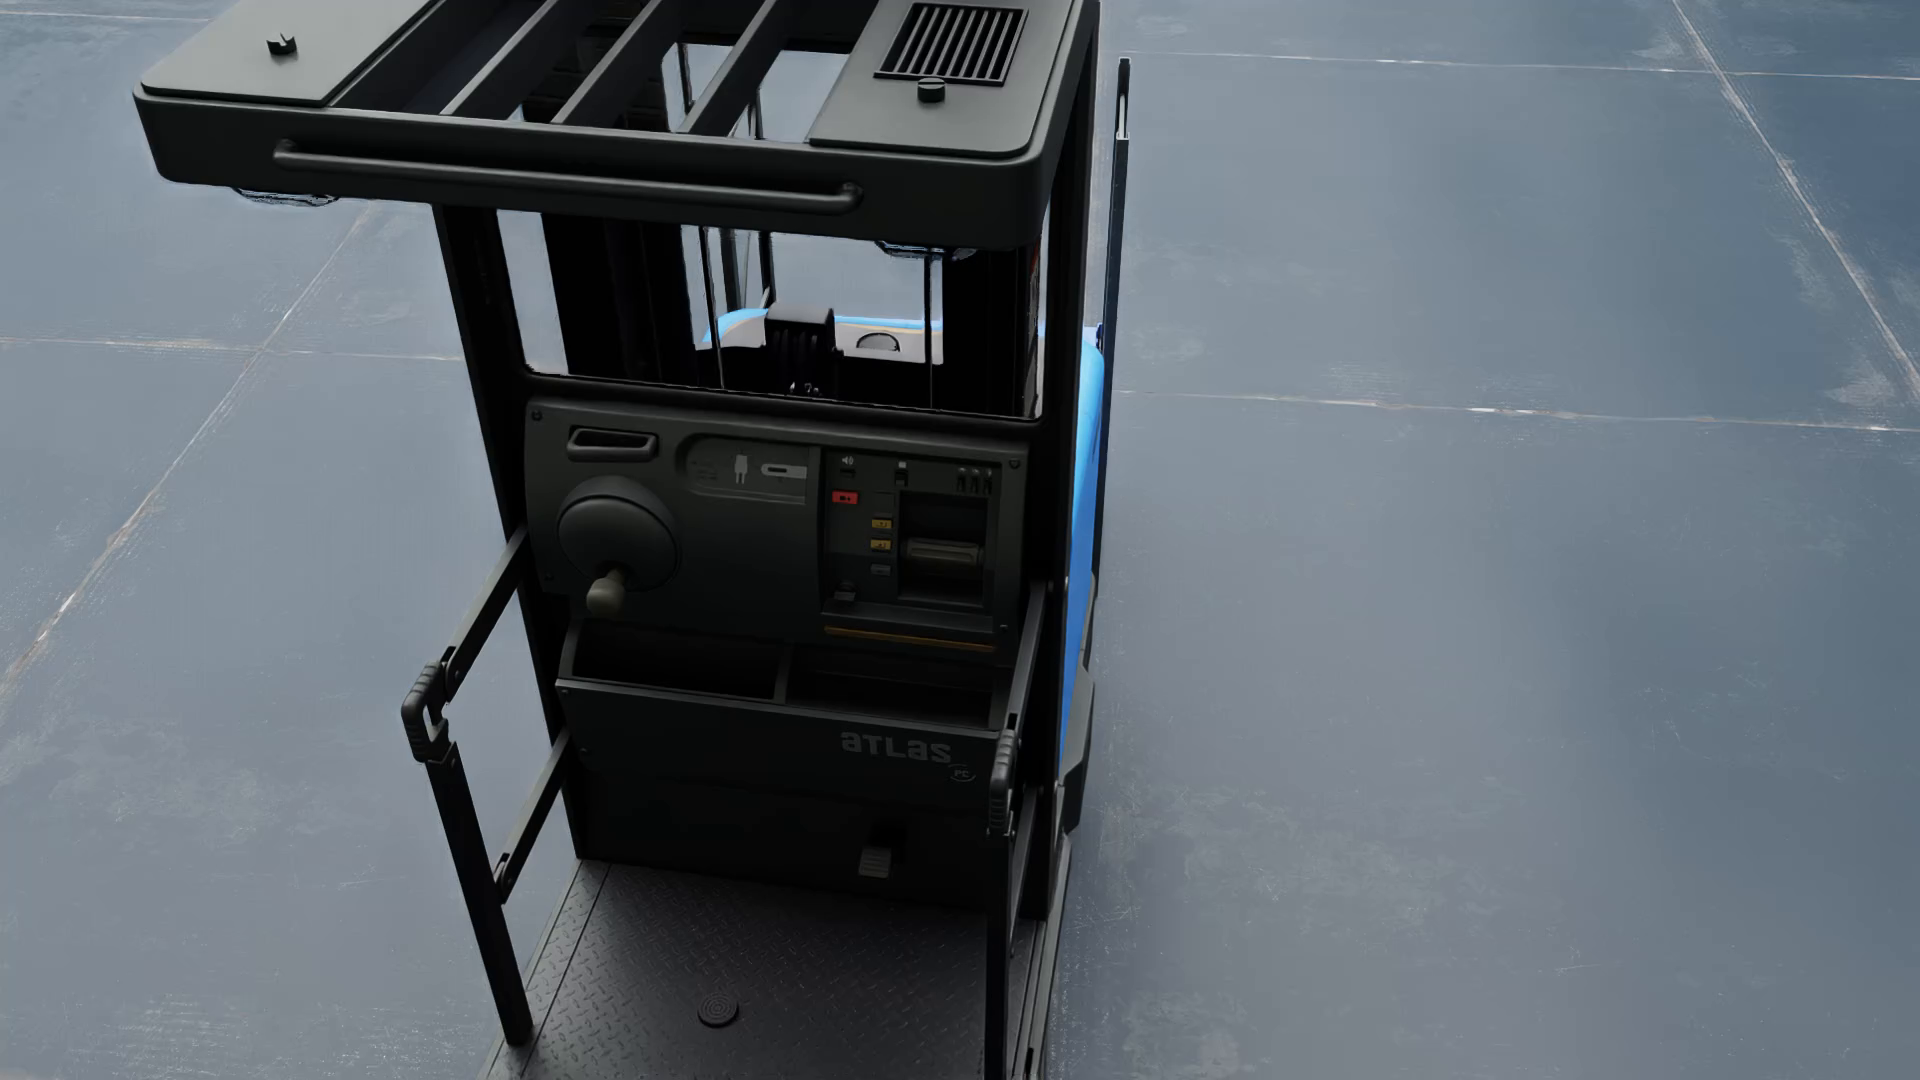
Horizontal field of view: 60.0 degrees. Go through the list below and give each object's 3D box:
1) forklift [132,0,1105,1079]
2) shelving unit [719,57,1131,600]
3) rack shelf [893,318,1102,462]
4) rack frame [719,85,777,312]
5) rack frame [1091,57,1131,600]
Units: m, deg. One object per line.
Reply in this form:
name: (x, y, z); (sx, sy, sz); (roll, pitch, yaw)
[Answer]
forklift: (-0.376, 0.048, 2.869); (1.130, 2.935, 3.031); (6, 40, 7)
shelving unit: (-0.085, -0.586, 4.782); (1.048, 1.500, 0.538); (3, 39, 4)
rack shelf: (-0.085, -0.447, 4.896); (1.000, 0.185, 0.538); (3, 39, 4)
rack frame: (-0.591, -0.614, 4.816); (0.032, 1.500, 0.500); (3, 39, 4)
rack frame: (0.421, -0.559, 4.748); (0.032, 1.500, 0.500); (3, 39, 4)
